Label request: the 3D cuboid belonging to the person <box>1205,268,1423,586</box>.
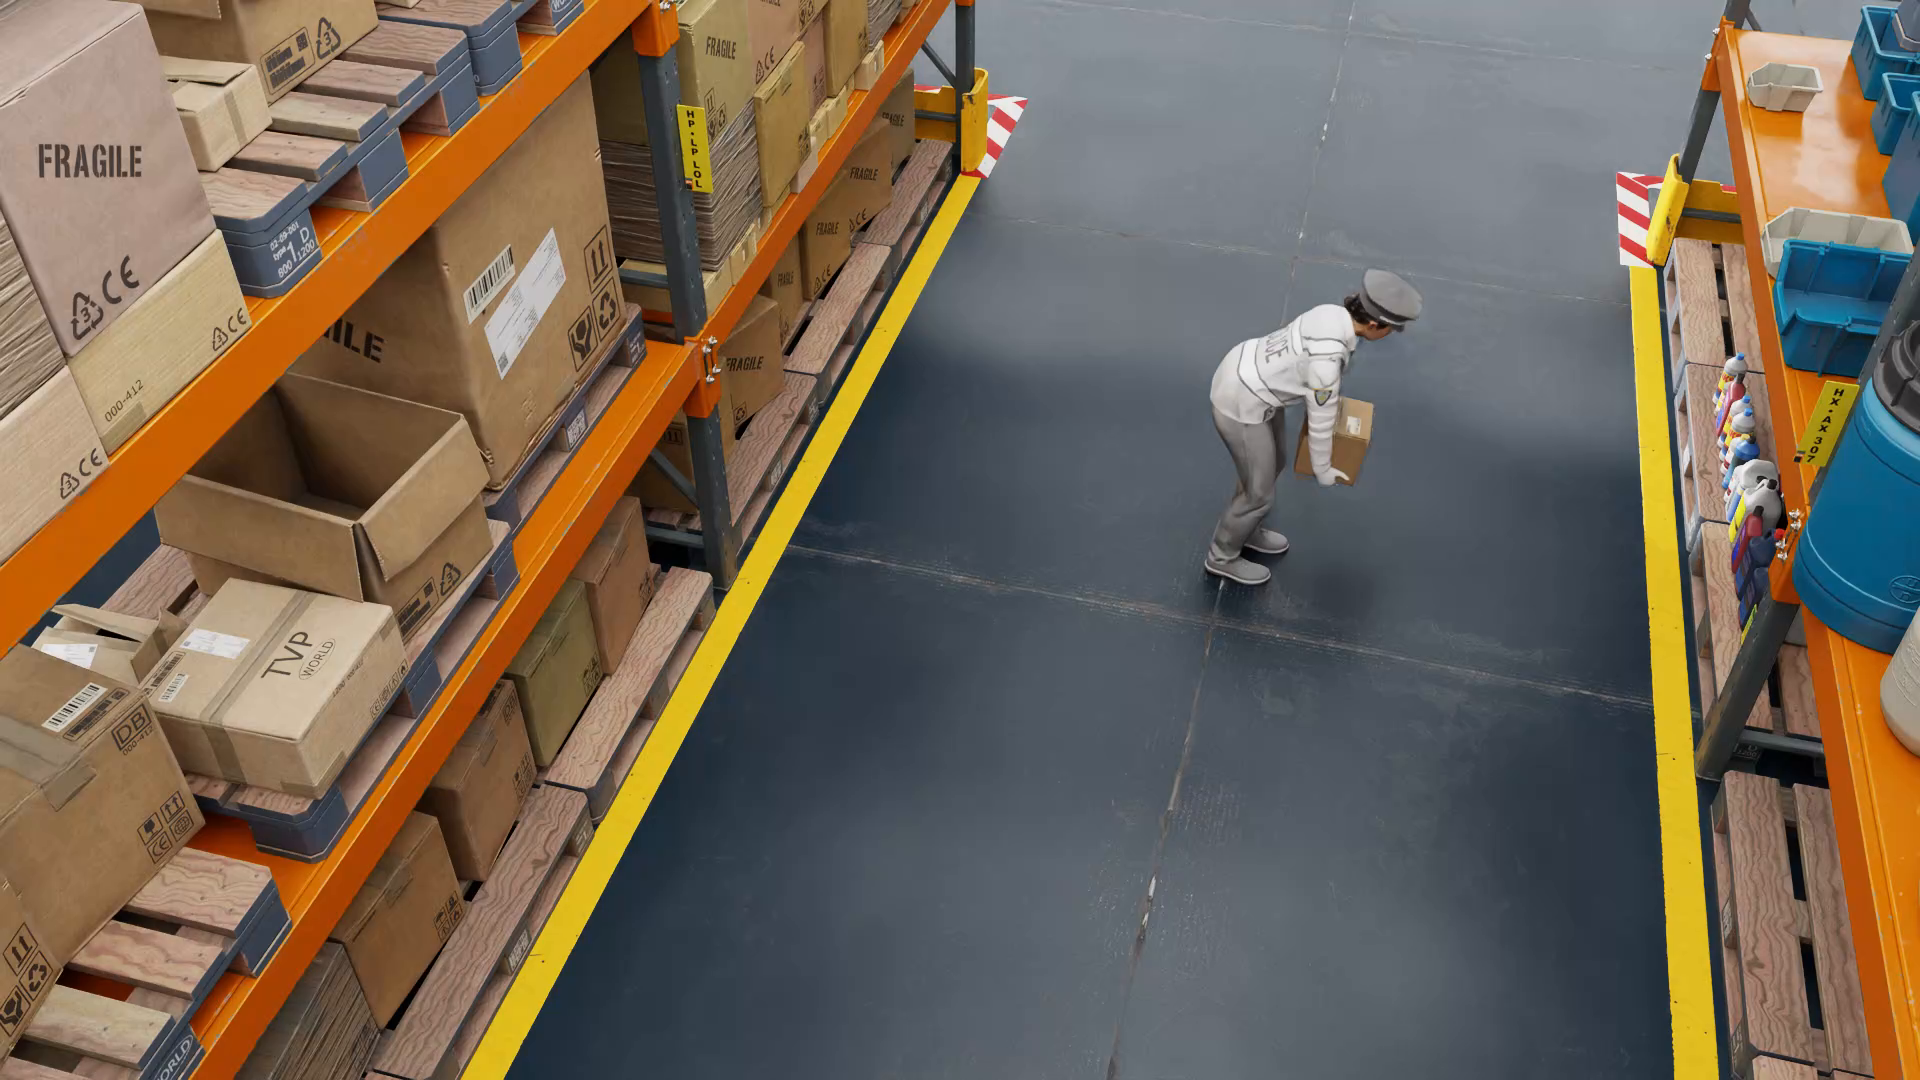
[{"bbox_3d":[1.395,-0.461,6.827,0.758,1.483,0.409,9,42,10],"label":"person"}]
